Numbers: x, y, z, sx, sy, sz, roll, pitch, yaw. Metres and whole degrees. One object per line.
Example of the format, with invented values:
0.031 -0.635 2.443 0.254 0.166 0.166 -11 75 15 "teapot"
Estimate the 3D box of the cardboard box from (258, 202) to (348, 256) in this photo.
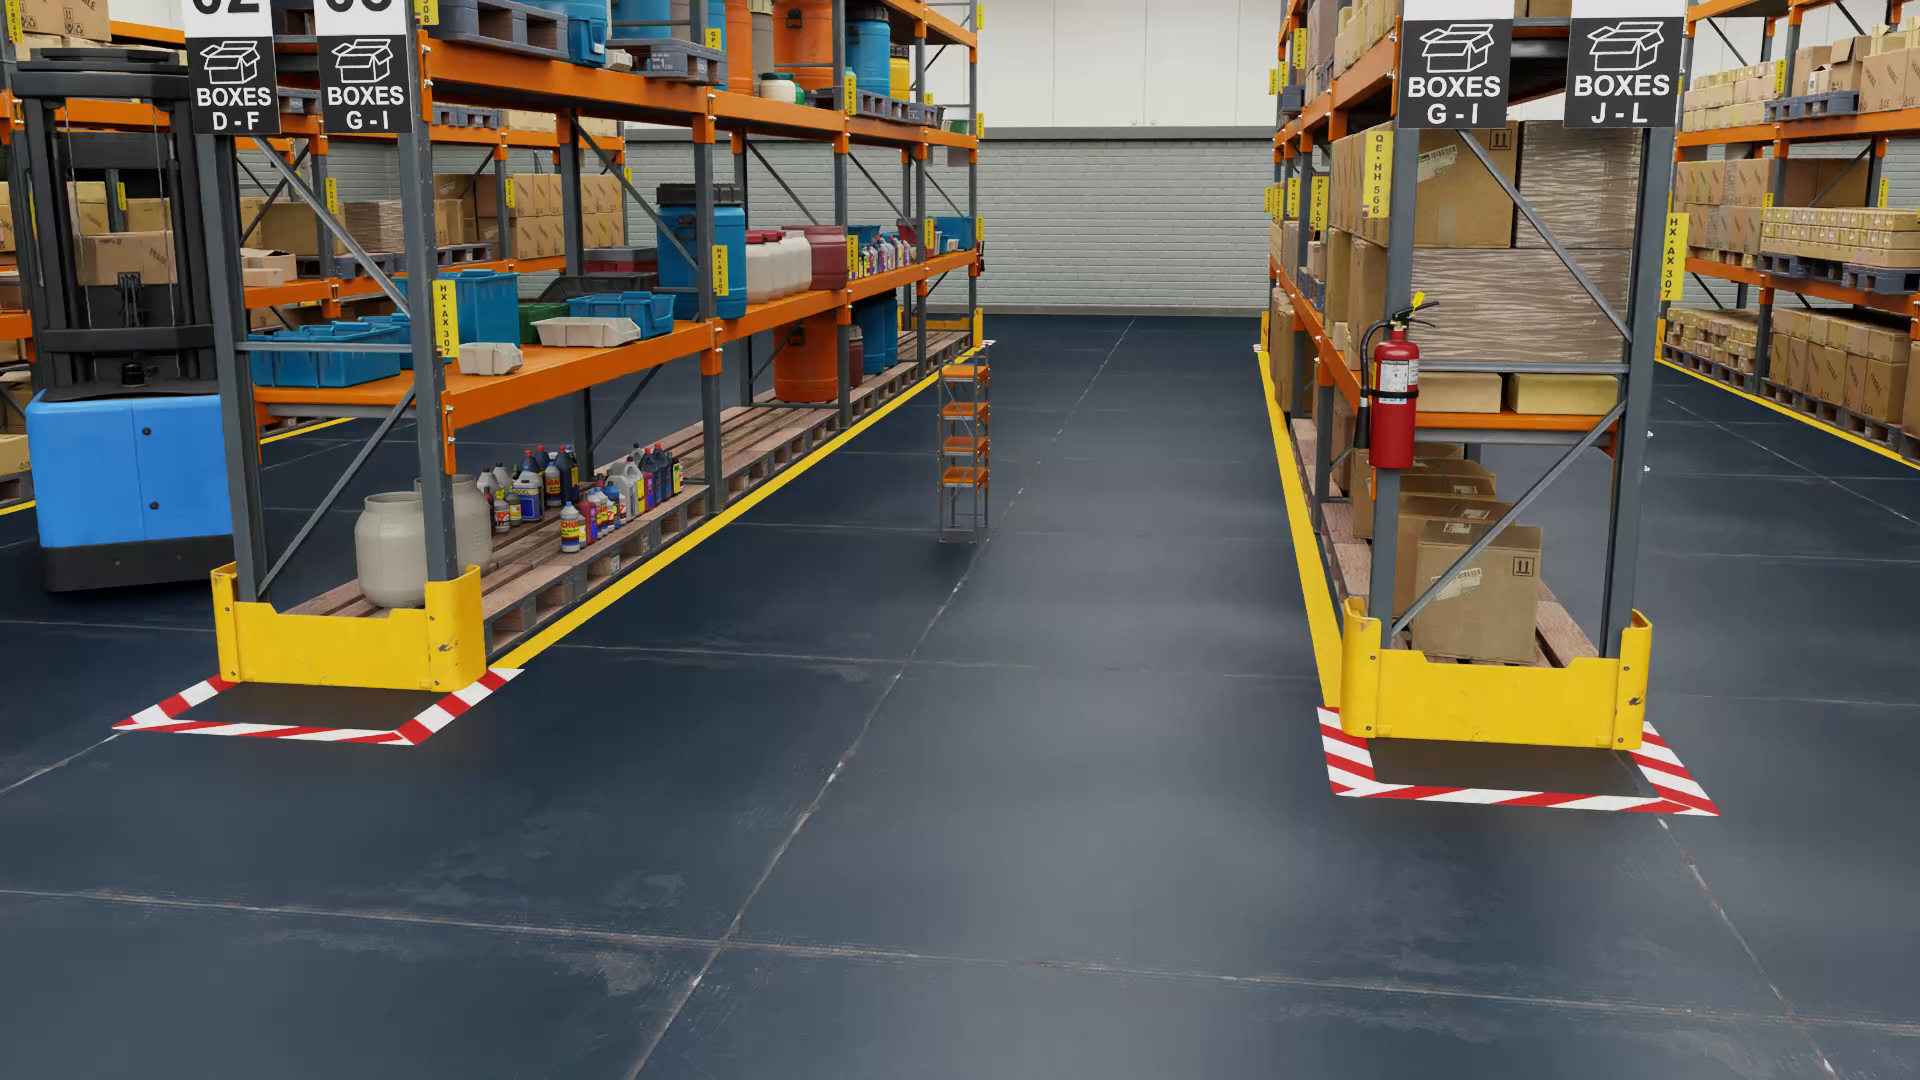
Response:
-6.415 -3.043 16.260 0.700 0.500 0.500 -2 12 -10 "cardboard box"

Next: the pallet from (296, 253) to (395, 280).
-6.365 -2.704 16.375 1.213 0.211 1.003 2 12 9 "pallet"

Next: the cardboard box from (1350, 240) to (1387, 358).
2.227 -1.083 7.456 0.875 0.500 0.500 2 12 9 "cardboard box"

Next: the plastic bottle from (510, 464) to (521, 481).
-2.751 -0.321 10.265 0.061 0.283 0.133 2 12 11 "plastic bottle"

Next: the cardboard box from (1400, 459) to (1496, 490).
2.573 -0.150 9.006 0.500 0.500 0.500 1 12 4 "cardboard box"

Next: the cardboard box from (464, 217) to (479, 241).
-5.962 -3.648 20.064 0.500 0.500 0.500 2 12 10 "cardboard box"

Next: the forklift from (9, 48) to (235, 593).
-5.003 -1.415 10.102 1.130 2.935 3.031 -5 13 -23 "forklift"

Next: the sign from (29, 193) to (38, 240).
-6.467 -2.266 11.645 0.100 0.325 0.005 2 12 9 "sign"

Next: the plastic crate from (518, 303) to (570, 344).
-2.609 -1.283 9.831 0.450 0.188 0.662 2 12 9 "plastic crate"

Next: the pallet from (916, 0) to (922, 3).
-0.988 -5.797 17.431 1.003 0.211 1.213 2 12 9 "pallet"

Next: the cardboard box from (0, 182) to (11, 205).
-10.744 -3.793 18.205 0.500 0.250 0.500 2 12 7 "cardboard box"

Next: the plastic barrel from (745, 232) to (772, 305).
-1.645 -2.072 12.663 0.433 0.535 0.433 0 12 0 "plastic barrel"

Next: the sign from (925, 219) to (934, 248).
-0.348 -3.443 18.691 0.100 0.325 0.005 2 12 9 "sign"

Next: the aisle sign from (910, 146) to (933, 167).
-0.558 -5.454 22.509 0.394 0.787 0.004 2 12 9 "aisle sign"

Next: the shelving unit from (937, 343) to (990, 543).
0.025 -0.621 10.527 0.258 1.200 0.503 2 12 9 "shelving unit"

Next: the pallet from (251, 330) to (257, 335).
-10.301 -2.694 22.493 1.003 0.211 1.213 2 12 9 "pallet"

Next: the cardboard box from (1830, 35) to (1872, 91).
8.521 -4.388 15.374 0.797 0.503 0.637 2 12 8 "cardboard box"

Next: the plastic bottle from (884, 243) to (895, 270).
-0.766 -2.992 17.549 0.152 0.276 0.135 2 12 9 "plastic bottle"

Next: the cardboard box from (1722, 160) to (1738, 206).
8.860 -3.987 18.557 0.500 0.500 0.500 2 12 10 "cardboard box"

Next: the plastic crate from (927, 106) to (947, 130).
-0.429 -4.978 19.661 0.497 0.269 0.590 2 12 9 "plastic crate"

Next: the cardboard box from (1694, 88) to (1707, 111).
9.100 -5.262 19.839 0.500 0.250 0.500 2 12 8 "cardboard box"

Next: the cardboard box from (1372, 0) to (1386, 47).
2.054 -2.273 7.156 0.500 0.250 0.500 2 12 9 "cardboard box"

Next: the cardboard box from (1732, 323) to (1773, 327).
8.834 -2.326 18.527 0.380 0.149 0.250 2 12 11 "cardboard box"

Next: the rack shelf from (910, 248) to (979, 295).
-0.584 -3.390 20.813 1.077 0.370 4.000 2 12 9 "rack shelf"

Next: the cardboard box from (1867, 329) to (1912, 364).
8.119 -1.652 14.194 0.500 0.250 0.500 2 12 7 "cardboard box"

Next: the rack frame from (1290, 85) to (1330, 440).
3.388 -2.333 14.197 1.000 3.000 0.127 2 12 9 "rack frame"

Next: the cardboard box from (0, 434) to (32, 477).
-6.871 -0.579 11.591 0.500 0.250 0.500 2 12 9 "cardboard box"

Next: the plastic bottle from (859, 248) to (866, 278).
-0.948 -2.686 16.115 0.061 0.283 0.133 2 12 9 "plastic bottle"

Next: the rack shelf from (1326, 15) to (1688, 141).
2.465 -2.198 8.161 1.077 0.370 4.000 2 12 9 "rack shelf"

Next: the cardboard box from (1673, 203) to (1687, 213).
9.161 -3.926 20.647 0.500 0.500 0.500 2 12 11 "cardboard box"

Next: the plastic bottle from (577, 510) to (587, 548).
-2.134 -0.064 9.267 0.097 0.201 0.097 0 12 0 "plastic bottle"

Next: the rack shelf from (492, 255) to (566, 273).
-5.477 -3.552 21.561 1.077 0.370 4.000 2 12 9 "rack shelf"

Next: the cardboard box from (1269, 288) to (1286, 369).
3.924 -2.198 17.619 1.225 0.875 0.875 2 12 9 "cardboard box"

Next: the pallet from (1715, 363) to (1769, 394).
8.957 -1.761 18.165 1.003 0.211 1.213 2 12 9 "pallet"

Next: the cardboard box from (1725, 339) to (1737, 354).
8.676 -2.129 18.319 0.380 0.149 0.250 1 12 7 "cardboard box"

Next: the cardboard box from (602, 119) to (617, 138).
-4.988 -5.597 22.581 0.500 0.250 0.500 2 12 9 "cardboard box"

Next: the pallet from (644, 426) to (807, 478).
-1.854 -0.717 13.318 1.003 0.211 1.213 2 12 9 "pallet"

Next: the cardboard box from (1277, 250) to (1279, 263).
3.805 -3.224 18.927 0.380 0.149 0.250 2 12 8 "cardboard box"

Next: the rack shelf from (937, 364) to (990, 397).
0.025 -1.005 10.444 0.258 0.148 0.480 2 12 9 "rack shelf"

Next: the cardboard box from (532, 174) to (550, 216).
-5.356 -4.221 20.349 0.500 0.500 0.500 1 12 7 "cardboard box"

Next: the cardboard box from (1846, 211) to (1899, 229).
8.014 -2.803 14.569 0.380 0.149 0.250 2 12 10 "cardboard box"

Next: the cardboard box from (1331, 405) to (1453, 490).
2.888 -0.620 11.140 0.700 0.500 0.500 1 12 4 "cardboard box"

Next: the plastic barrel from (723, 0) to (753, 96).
-1.948 -3.869 13.188 0.600 0.830 0.708 2 12 9 "plastic barrel"

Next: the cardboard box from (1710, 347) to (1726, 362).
8.771 -2.103 18.903 0.380 0.149 0.250 2 12 9 "cardboard box"

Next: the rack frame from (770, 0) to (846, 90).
-1.506 -5.426 14.309 1.000 3.000 0.127 2 12 9 "rack frame"

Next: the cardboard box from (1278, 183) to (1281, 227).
3.890 -3.812 18.933 0.500 0.500 0.500 2 12 9 "cardboard box"

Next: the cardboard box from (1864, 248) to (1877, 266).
7.935 -2.402 14.121 0.380 0.149 0.250 2 12 8 "cardboard box"

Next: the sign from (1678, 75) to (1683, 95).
8.967 -5.727 20.754 0.100 0.325 0.005 2 12 9 "sign"

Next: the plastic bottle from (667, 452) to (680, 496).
-1.870 -0.437 10.803 0.061 0.283 0.133 3 12 11 "plastic bottle"

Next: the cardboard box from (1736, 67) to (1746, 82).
8.840 -5.160 18.419 0.380 0.149 0.250 2 12 8 "cardboard box"

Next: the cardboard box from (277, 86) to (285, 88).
-6.414 -4.156 14.899 0.500 0.250 0.500 1 12 4 "cardboard box"

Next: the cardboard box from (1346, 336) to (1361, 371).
2.124 -0.926 8.267 0.380 0.149 0.250 2 12 9 "cardboard box"

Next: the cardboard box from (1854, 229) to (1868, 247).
7.976 -2.607 14.363 0.380 0.149 0.250 2 12 10 "cardboard box"

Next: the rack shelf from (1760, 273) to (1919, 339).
8.581 -2.215 15.361 1.077 0.370 4.000 2 12 9 "rack shelf"

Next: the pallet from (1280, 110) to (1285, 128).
4.329 -5.011 19.717 1.003 0.211 1.213 2 12 9 "pallet"
